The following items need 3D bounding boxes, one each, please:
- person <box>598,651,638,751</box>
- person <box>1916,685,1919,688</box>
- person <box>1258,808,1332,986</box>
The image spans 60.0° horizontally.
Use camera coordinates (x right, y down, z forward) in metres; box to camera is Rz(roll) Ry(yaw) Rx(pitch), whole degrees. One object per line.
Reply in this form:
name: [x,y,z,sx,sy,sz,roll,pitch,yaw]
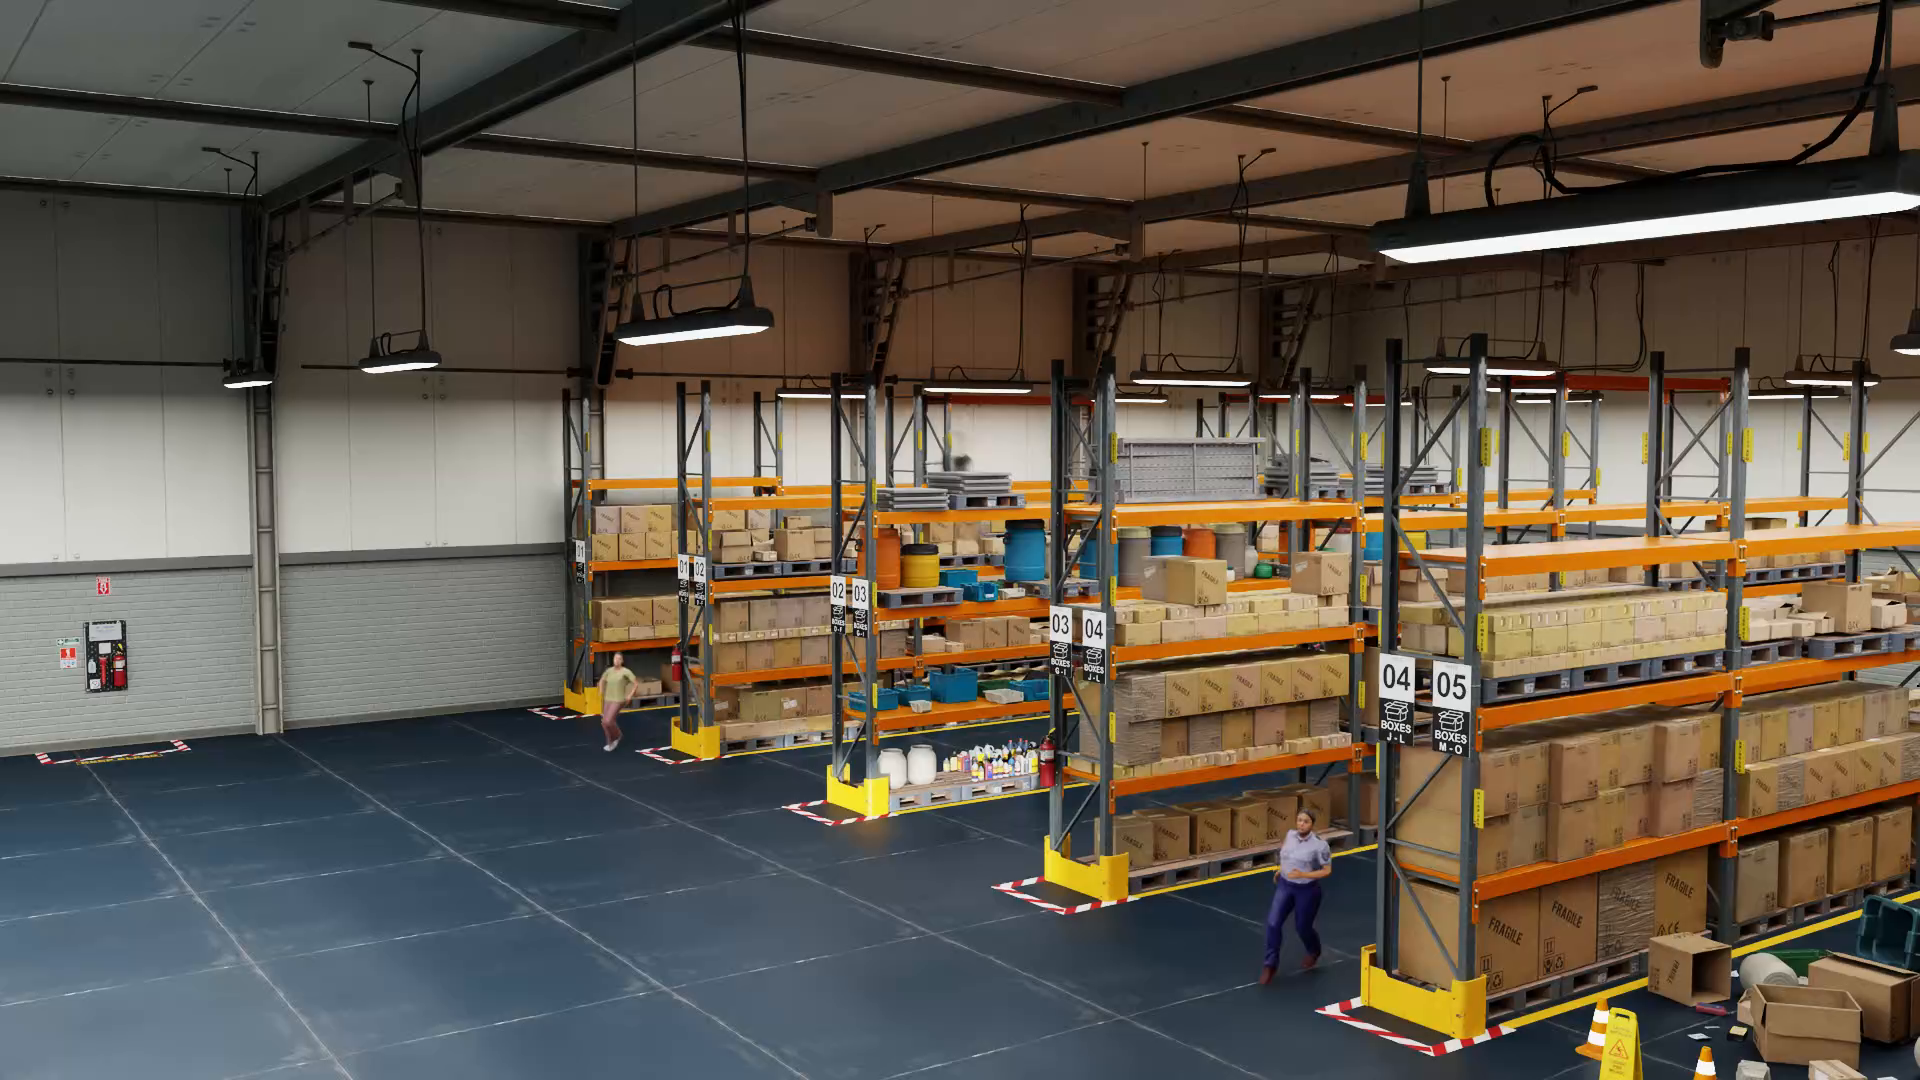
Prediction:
person: [-5.606,2.621,26.952,0.629,1.631,0.514,1,4,21]
person: [13.739,2.834,23.513,0.881,1.716,0.611,-2,4,-30]
person: [3.235,3.356,15.716,0.621,1.656,0.862,3,5,41]
